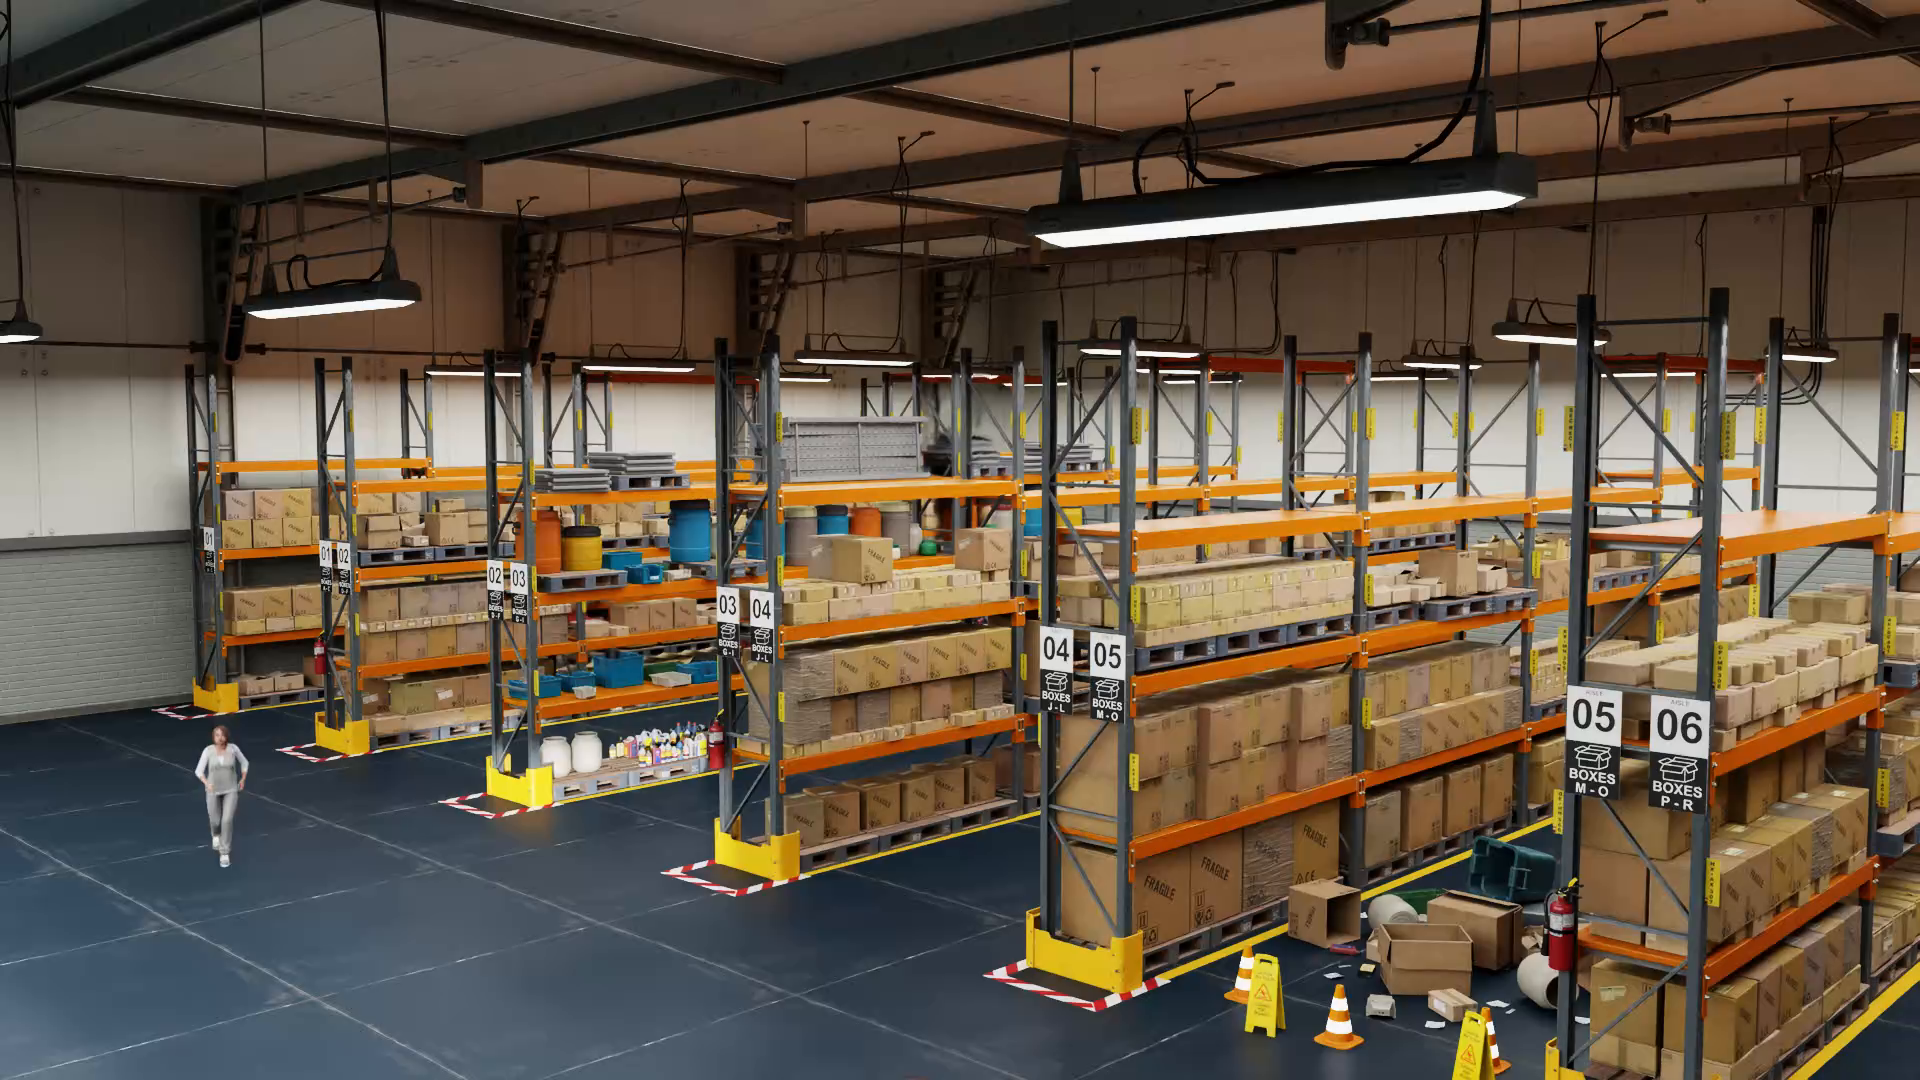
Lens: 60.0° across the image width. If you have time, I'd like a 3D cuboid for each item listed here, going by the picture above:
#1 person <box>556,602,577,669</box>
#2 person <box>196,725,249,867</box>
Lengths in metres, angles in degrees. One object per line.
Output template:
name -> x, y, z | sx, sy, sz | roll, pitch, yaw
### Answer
person -> -7.191, 1.962, 30.789 | 0.627, 1.764, 0.826 | 2, 5, 29
person -> -8.500, 2.916, 19.190 | 0.567, 1.595, 0.679 | -2, 5, -23
